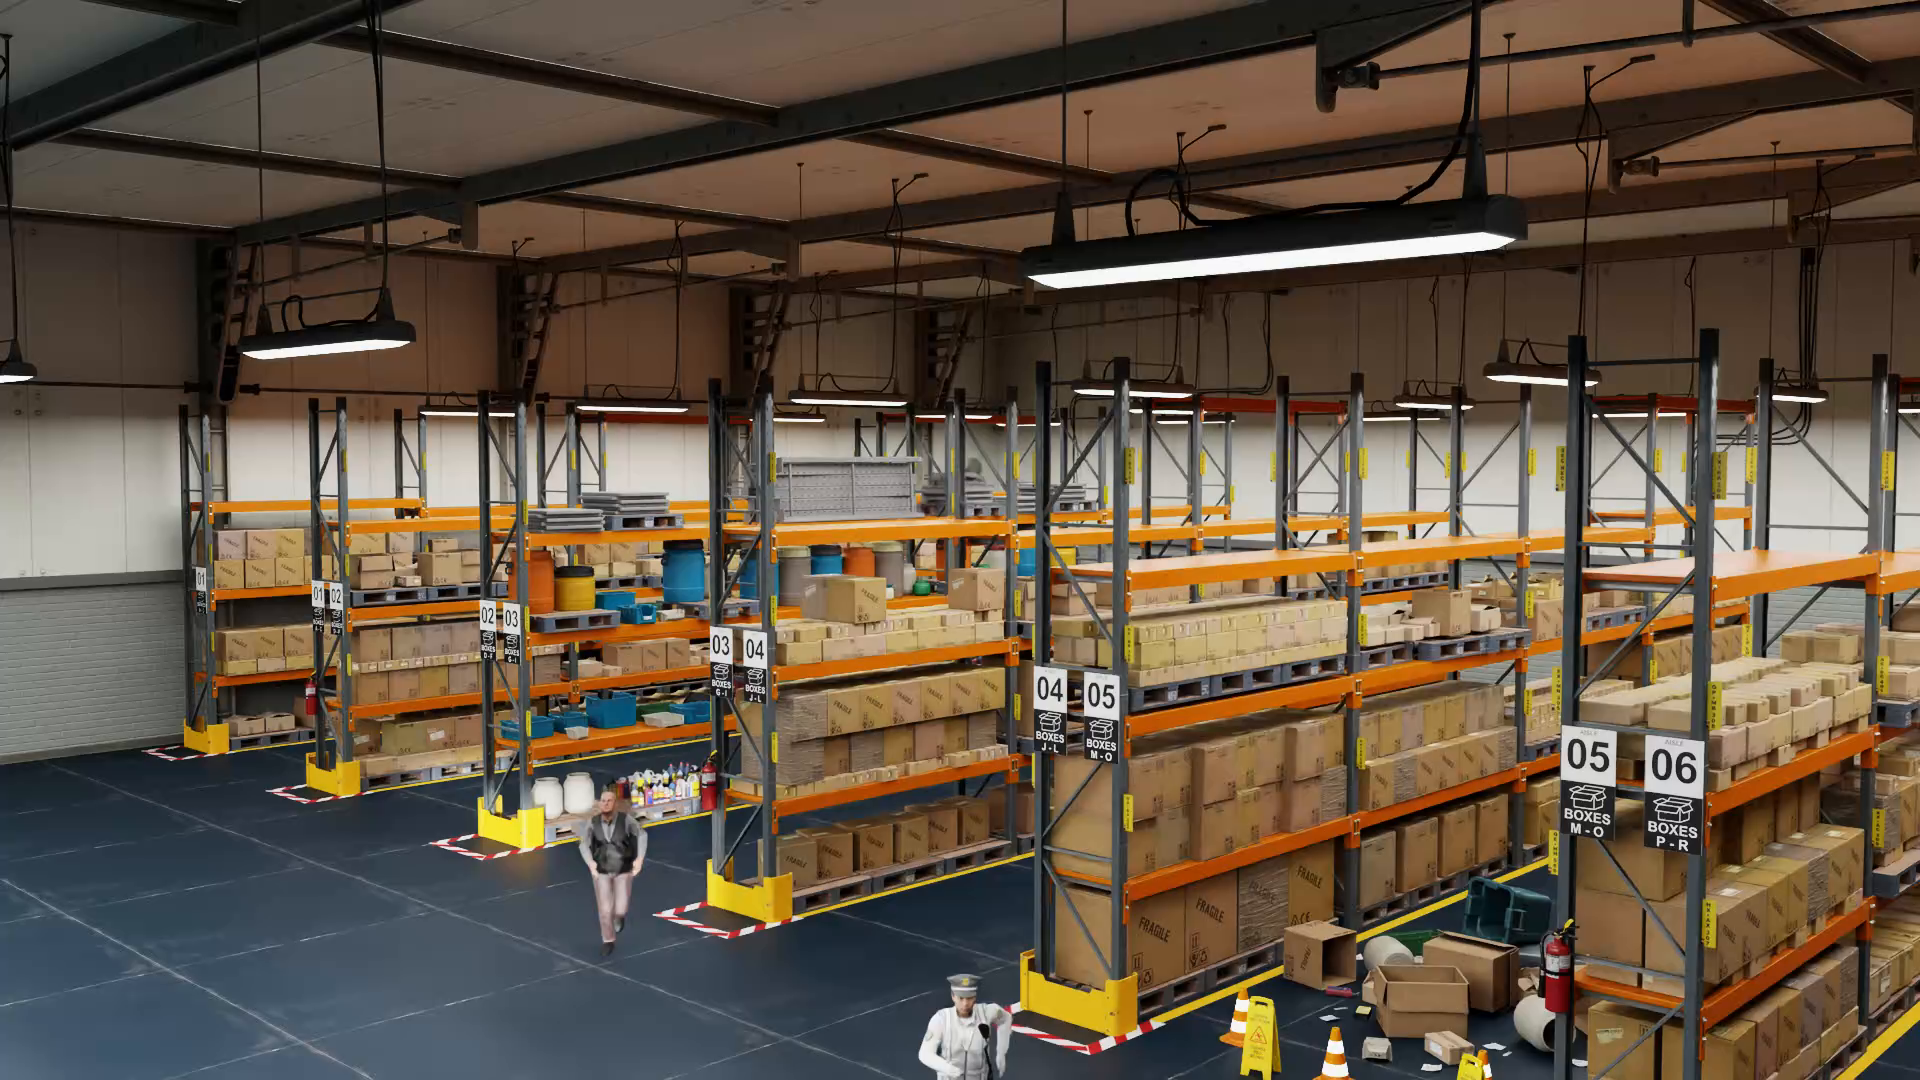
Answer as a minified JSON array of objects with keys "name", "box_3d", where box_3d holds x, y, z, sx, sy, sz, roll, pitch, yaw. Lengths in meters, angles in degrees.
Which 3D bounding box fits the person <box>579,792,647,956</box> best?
[{"name":"person","box_3d":[-3.583,3.429,17.175,0.688,1.692,0.643,0,3,-6]}]

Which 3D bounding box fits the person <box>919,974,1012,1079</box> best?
[{"name":"person","box_3d":[0.044,3.751,11.349,0.629,1.735,0.894,0,3,1]}]
